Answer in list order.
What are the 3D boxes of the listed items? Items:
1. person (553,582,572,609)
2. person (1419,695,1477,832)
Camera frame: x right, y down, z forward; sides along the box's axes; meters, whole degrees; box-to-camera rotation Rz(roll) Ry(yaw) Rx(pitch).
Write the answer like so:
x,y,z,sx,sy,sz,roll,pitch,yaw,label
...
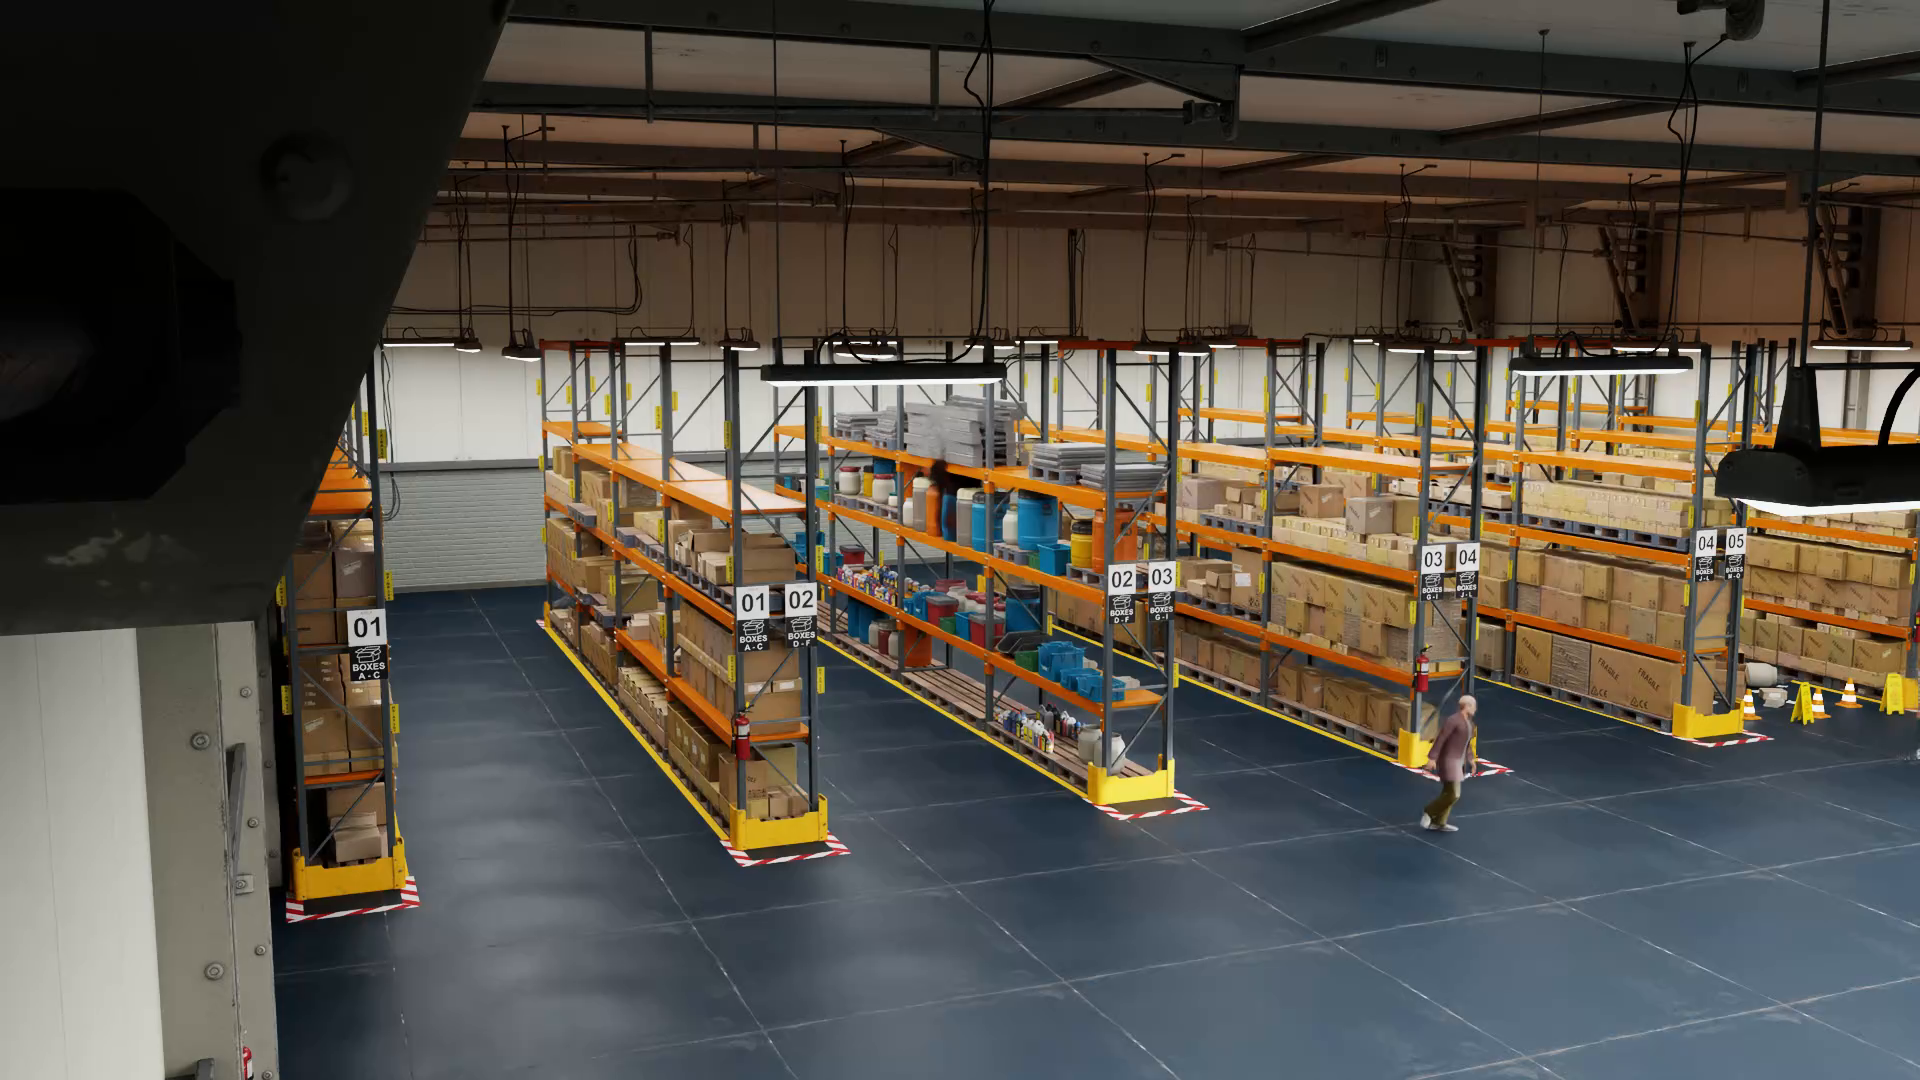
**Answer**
x,y,z,sx,sy,sz,roll,pitch,yaw,label
-8.618,0.869,36.020,0.616,1.587,0.639,-2,8,-16,person
6.097,2.786,20.743,0.559,1.745,0.741,6,9,37,person
